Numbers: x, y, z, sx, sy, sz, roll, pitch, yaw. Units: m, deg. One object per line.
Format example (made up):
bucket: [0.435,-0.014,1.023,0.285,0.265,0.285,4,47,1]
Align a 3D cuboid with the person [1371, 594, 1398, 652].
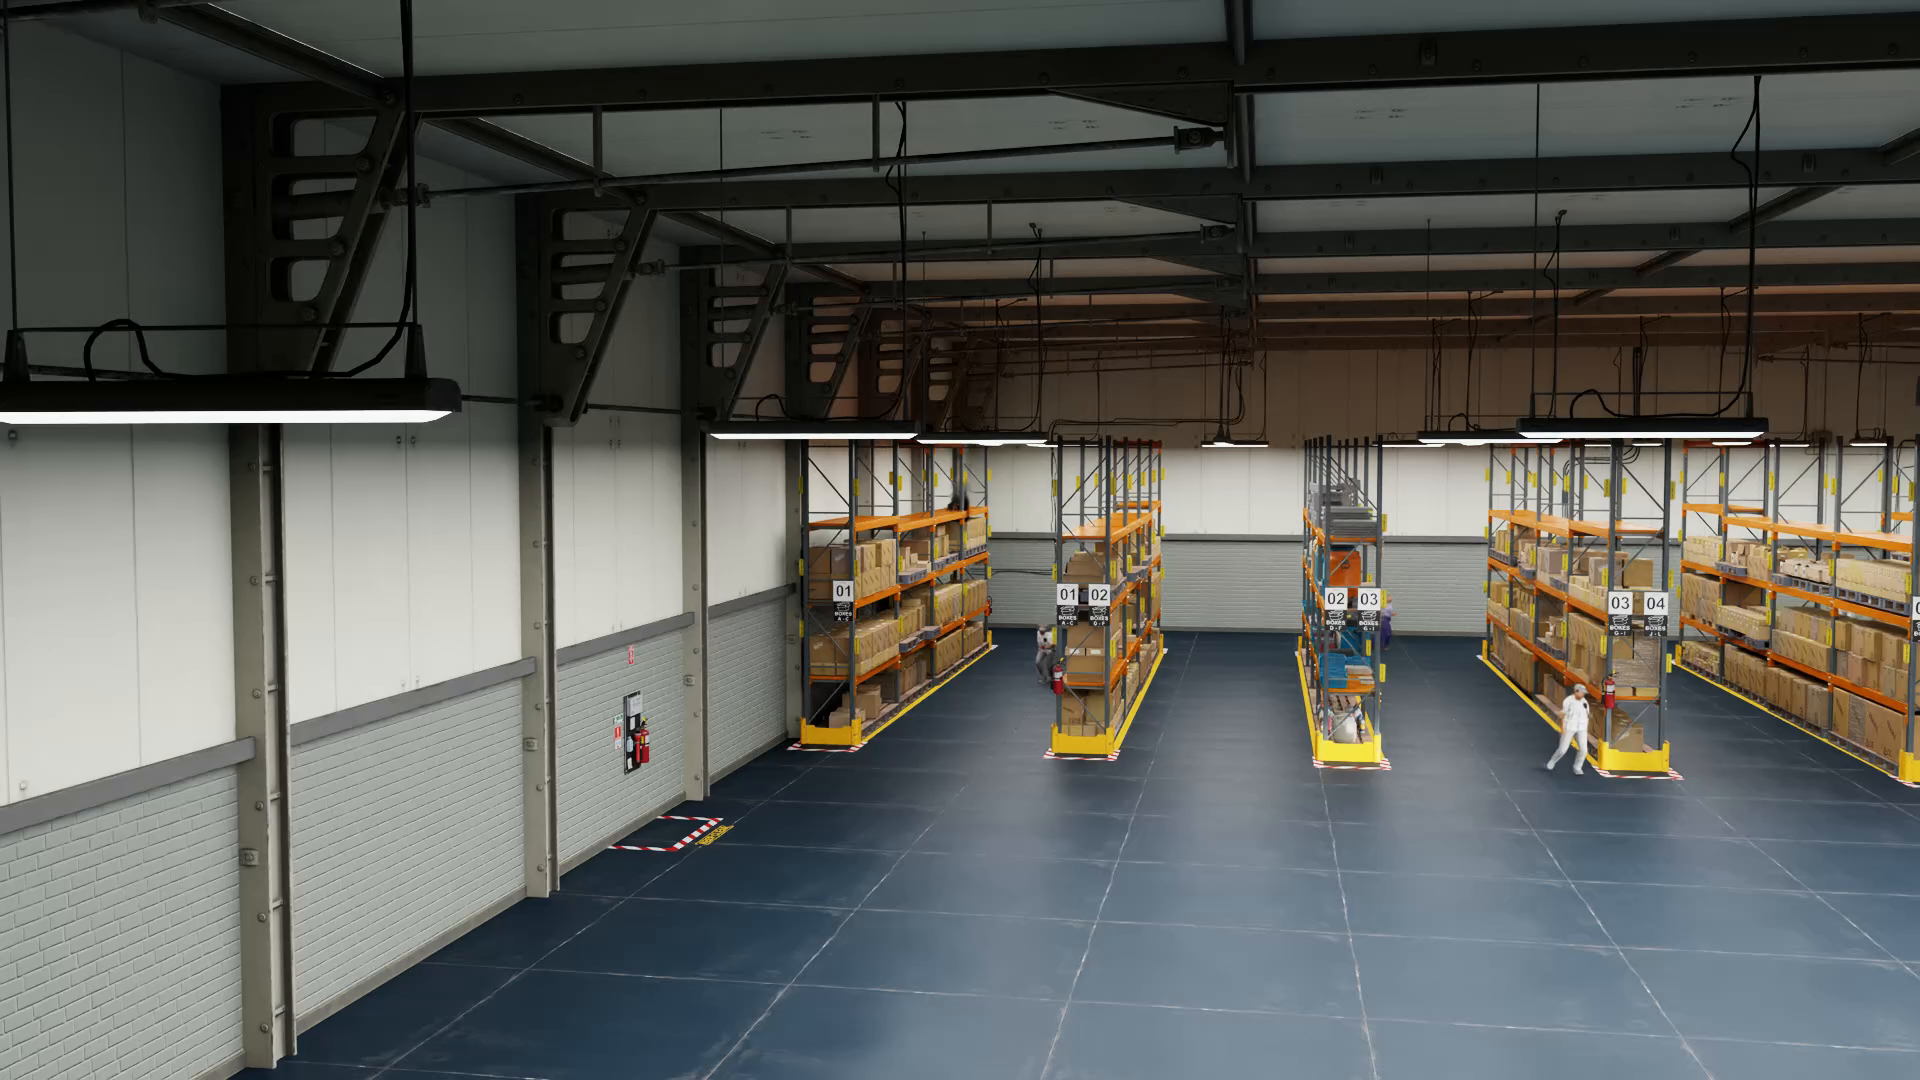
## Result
person: [12.094,2.343,47.473,0.770,1.609,0.739,2,4,30]

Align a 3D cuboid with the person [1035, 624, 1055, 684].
person: [2.126,2.766,40.768,0.585,1.474,1.080,1,3,25]

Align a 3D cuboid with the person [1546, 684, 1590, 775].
person: [10.742,3.317,29.343,0.647,1.611,0.633,0,3,0]

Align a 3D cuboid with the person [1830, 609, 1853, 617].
person: [23.836,2.395,45.119,0.950,1.833,0.698,1,3,10]
